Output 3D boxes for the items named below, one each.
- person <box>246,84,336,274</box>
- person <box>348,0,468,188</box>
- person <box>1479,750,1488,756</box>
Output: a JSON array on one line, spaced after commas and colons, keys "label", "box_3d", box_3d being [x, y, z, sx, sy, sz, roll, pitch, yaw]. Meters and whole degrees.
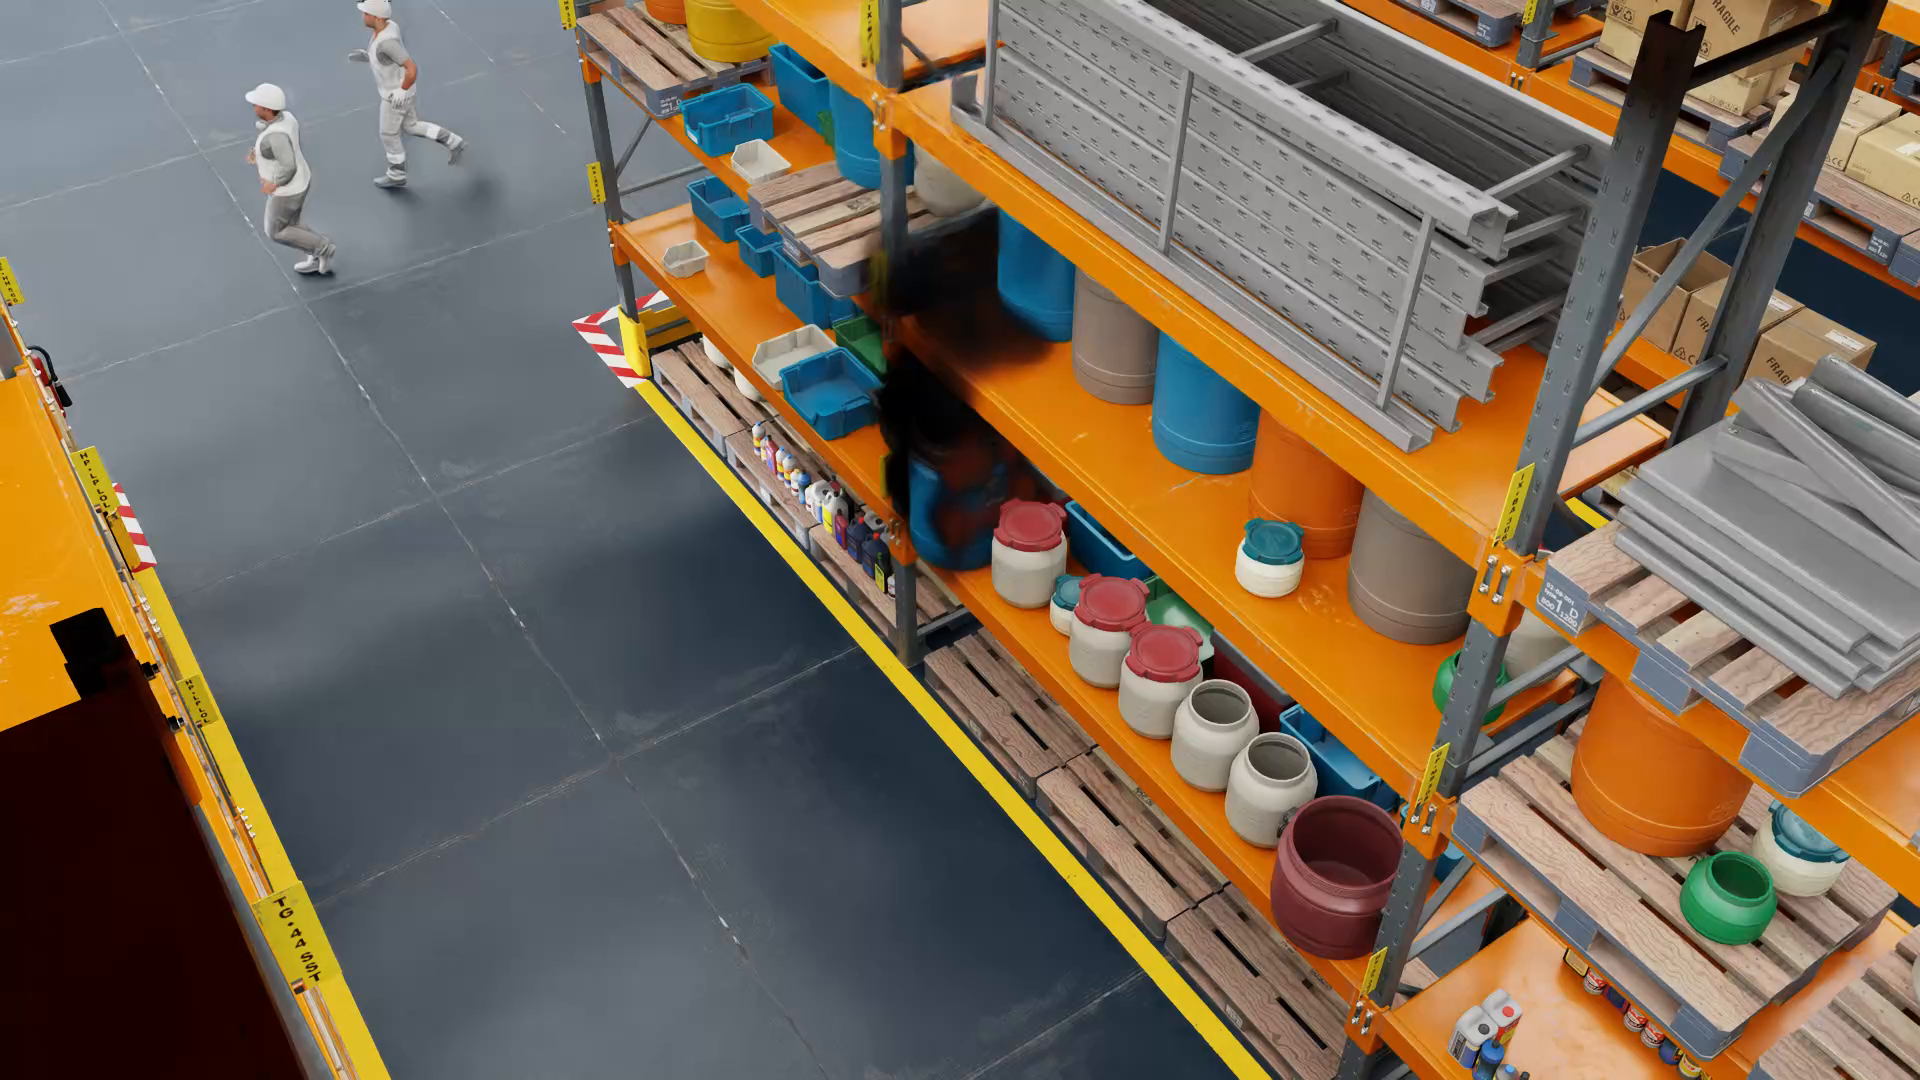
[{"label": "person", "box_3d": [-5.565, -2.940, 13.677, 0.597, 1.724, 0.654, -4, 43, -4]}, {"label": "person", "box_3d": [-4.945, -3.978, 14.747, 0.908, 1.770, 0.668, -8, 43, -9]}, {"label": "person", "box_3d": [2.835, 0.504, 9.475, 0.647, 1.883, 0.765, -21, 47, -22]}]
